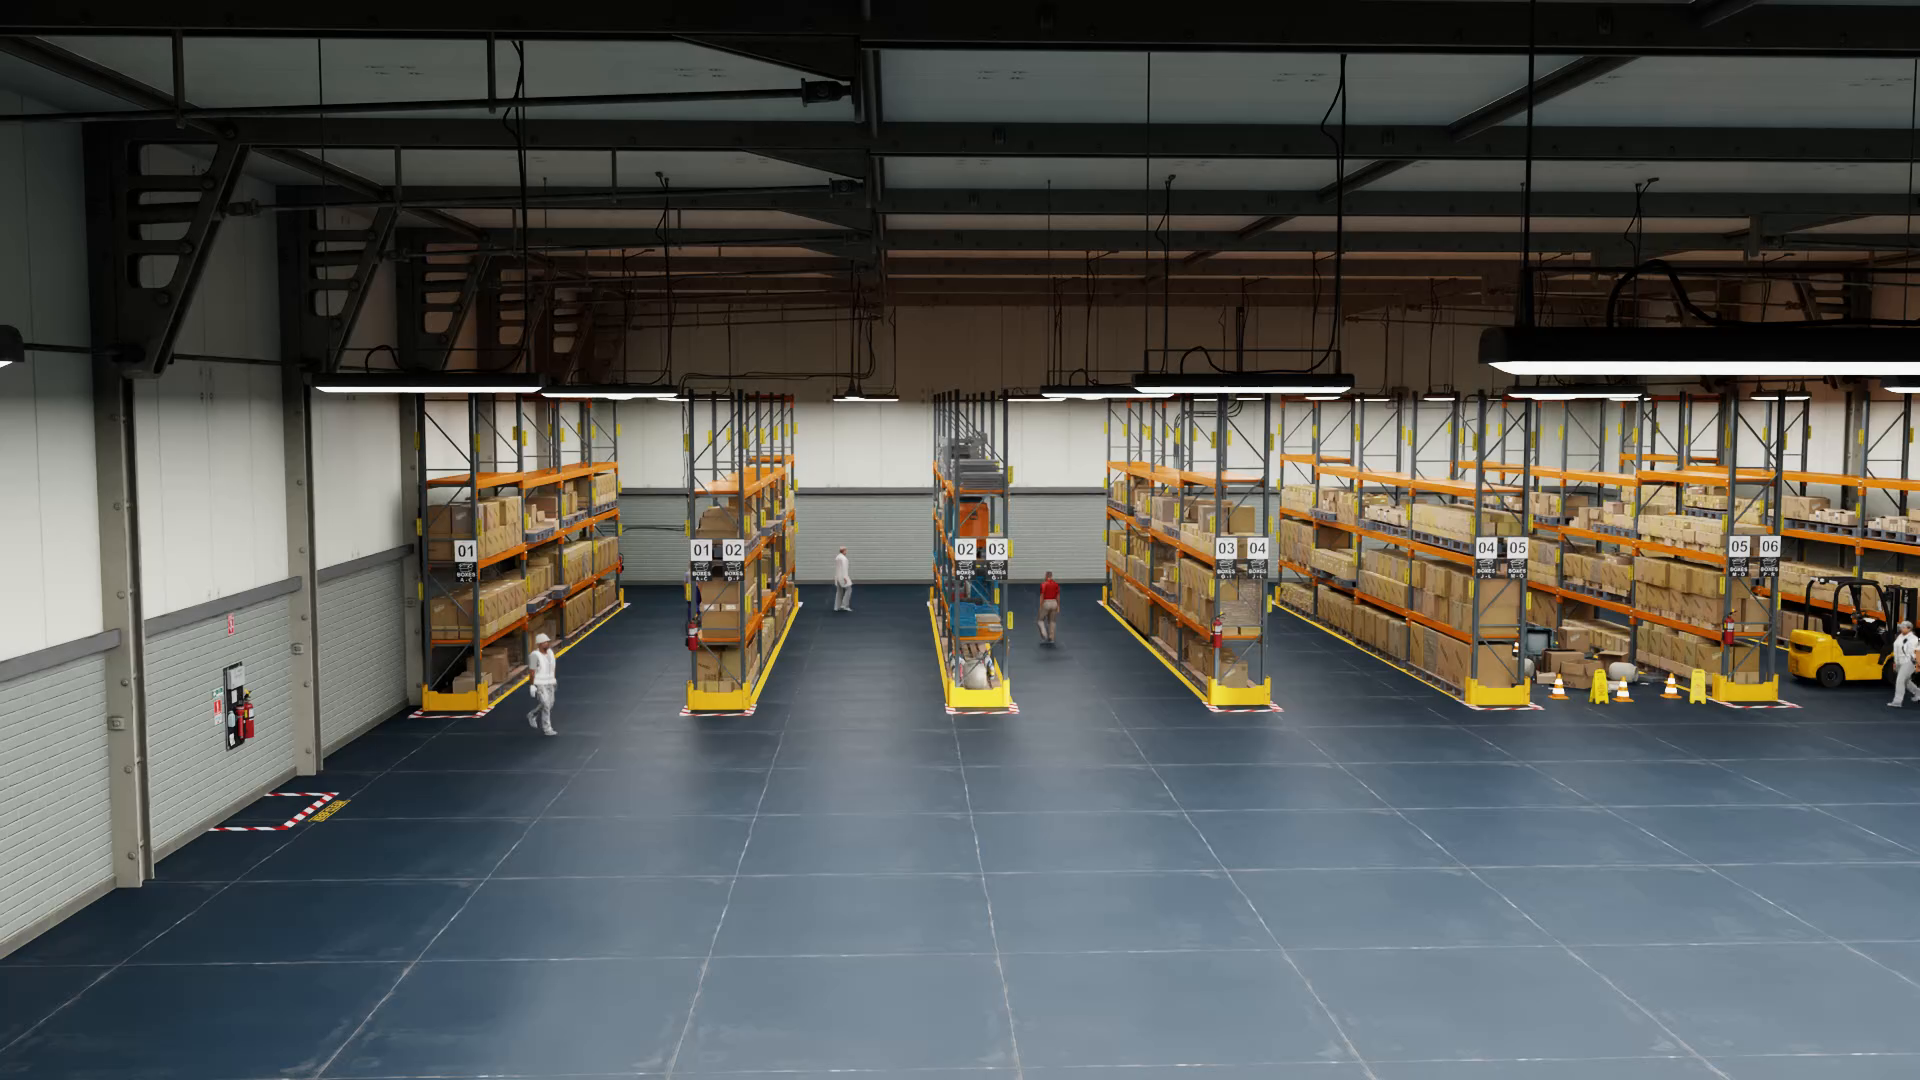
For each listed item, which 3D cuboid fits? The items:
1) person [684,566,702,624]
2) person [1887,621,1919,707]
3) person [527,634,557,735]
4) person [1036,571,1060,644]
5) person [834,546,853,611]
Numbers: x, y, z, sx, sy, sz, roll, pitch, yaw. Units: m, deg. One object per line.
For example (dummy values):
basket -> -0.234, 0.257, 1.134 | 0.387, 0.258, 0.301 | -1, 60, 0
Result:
person -> -6.946, 1.384, 43.202 | 0.523, 1.646, 0.490 | 2, 5, 24
person -> 17.968, 2.332, 31.509 | 0.956, 1.617, 0.480 | -1, 5, -12
person -> -7.257, 2.482, 28.807 | 0.876, 1.755, 0.577 | 3, 6, 34
person -> 2.125, 1.629, 39.877 | 0.575, 1.768, 0.393 | -3, 5, -29
person -> -3.264, 1.085, 46.107 | 0.489, 1.822, 0.654 | -3, 5, -31
